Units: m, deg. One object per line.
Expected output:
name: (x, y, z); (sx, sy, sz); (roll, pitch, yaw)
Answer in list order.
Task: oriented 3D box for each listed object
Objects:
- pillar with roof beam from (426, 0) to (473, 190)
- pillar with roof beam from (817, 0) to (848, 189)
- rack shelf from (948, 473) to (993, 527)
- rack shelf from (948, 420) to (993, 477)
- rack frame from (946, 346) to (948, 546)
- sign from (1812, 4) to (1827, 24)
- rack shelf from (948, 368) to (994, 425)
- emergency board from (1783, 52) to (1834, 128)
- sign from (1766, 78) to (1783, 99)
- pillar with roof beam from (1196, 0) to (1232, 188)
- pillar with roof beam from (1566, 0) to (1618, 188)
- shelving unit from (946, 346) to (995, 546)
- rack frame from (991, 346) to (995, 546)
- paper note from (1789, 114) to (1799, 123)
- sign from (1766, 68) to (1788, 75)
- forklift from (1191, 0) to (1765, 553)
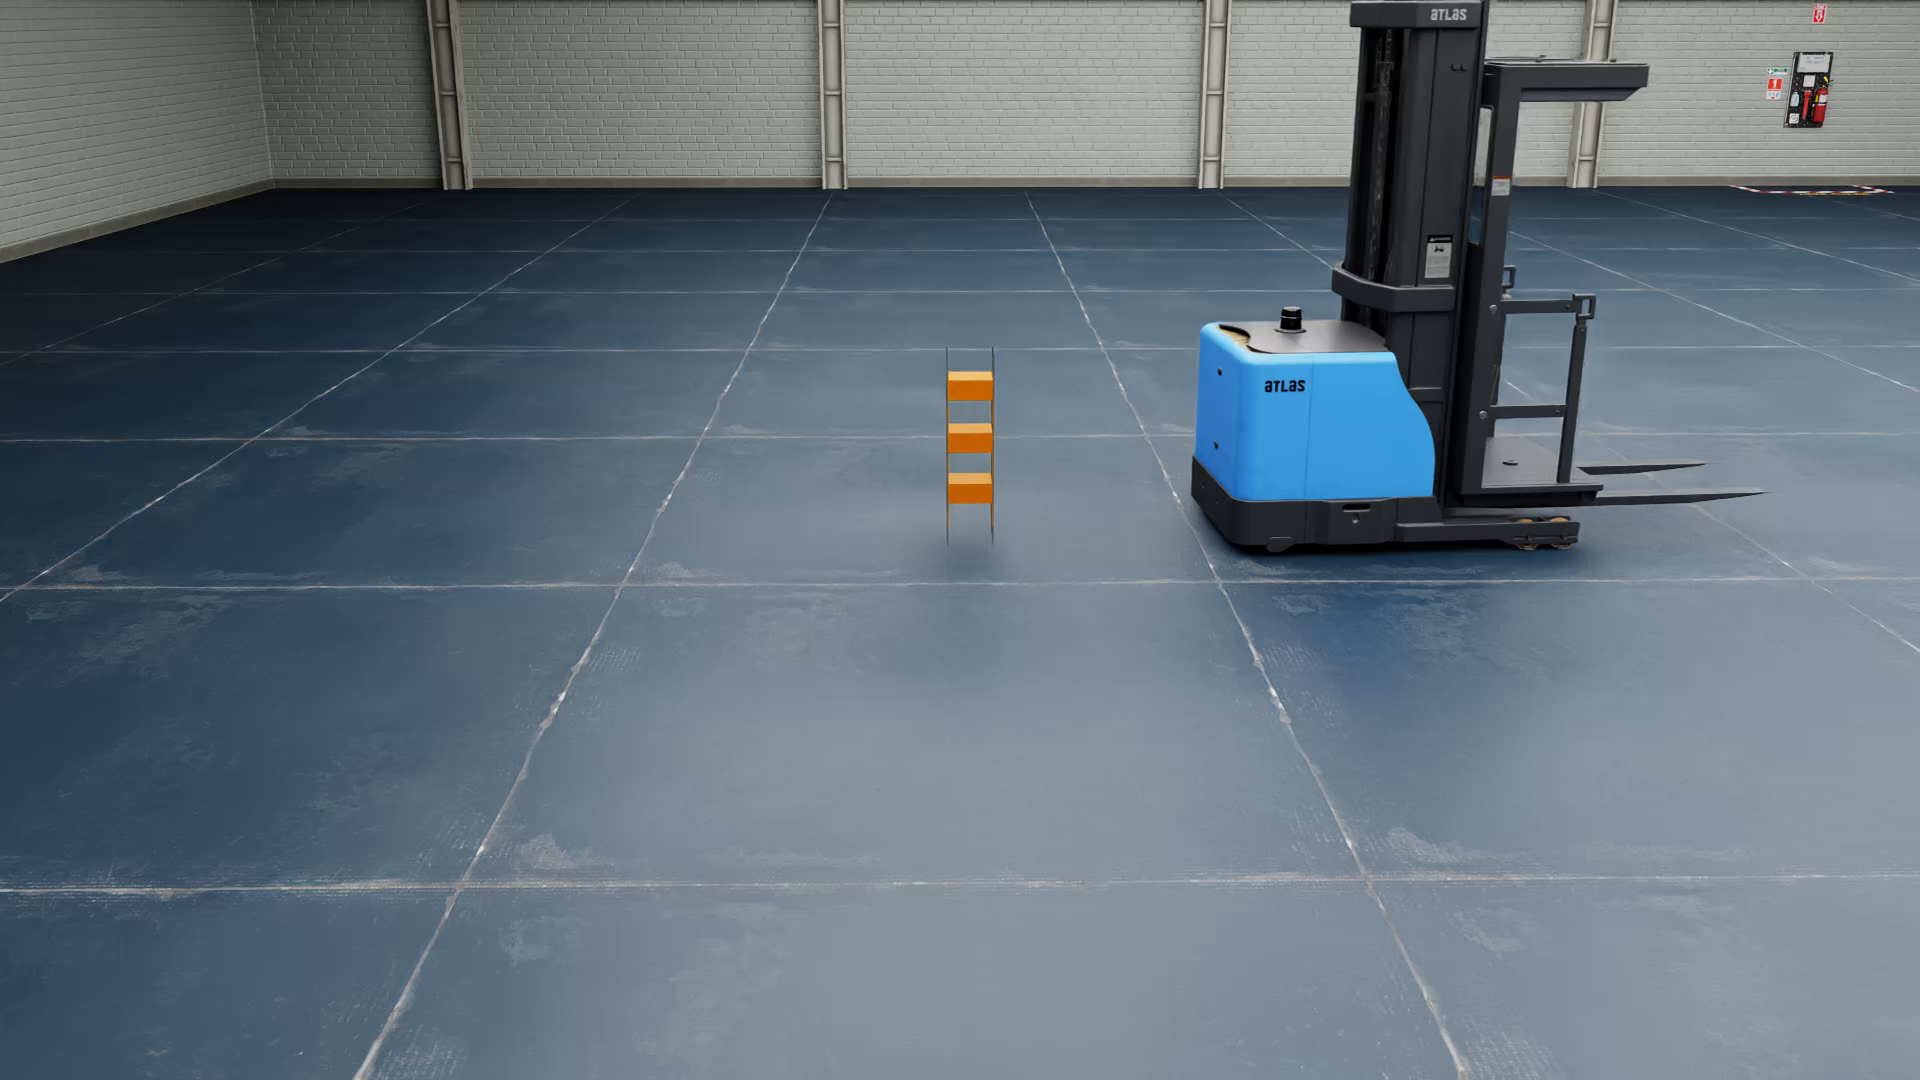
pillar with roof beam: (-7.927, -8.573, 21.041); (0.400, 9.000, 9.100); (0, 18, -1)
pillar with roof beam: (-1.928, -8.602, 21.131); (0.400, 9.000, 9.100); (0, 18, -1)
rack shelf: (0.053, -0.225, 8.976); (0.240, 0.259, 0.215); (0, 18, -1)
rack shelf: (0.053, -0.490, 8.891); (0.240, 0.259, 0.215); (0, 18, -1)
rack frame: (-0.068, -0.500, 8.886); (0.008, 1.050, 0.200); (0, 18, -1)
sign: (13.521, -8.281, 26.156); (0.199, 0.298, 0.001); (0, 18, -1)
rack shelf: (0.053, -0.760, 8.805); (0.240, 0.259, 0.215); (0, 18, -1)
emergency board: (13.531, -7.147, 26.416); (0.643, 1.169, 0.194); (0, 18, -1)
sign: (12.976, -7.193, 26.500); (0.234, 0.329, 0.001); (0, 18, -1)
pillar with roof beam: (4.072, -8.631, 21.221); (0.400, 9.000, 9.100); (0, 18, -1)
pillar with roof beam: (10.071, -8.660, 21.311); (0.400, 9.000, 9.100); (0, 18, -1)
shelving unit: (0.053, -0.500, 8.888); (0.252, 1.050, 0.215); (0, 18, -1)
rack frame: (0.175, -0.501, 8.890); (0.008, 1.050, 0.200); (0, 18, -1)
paper note: (13.352, -6.748, 26.613); (0.142, 0.148, 0.016); (0, 18, -1)
sign: (12.981, -7.442, 26.411); (0.331, 0.109, 0.001); (0, 18, -1)
forklift: (2.885, -1.500, 8.927); (3.031, 2.935, 1.130); (-2, 18, -6)
